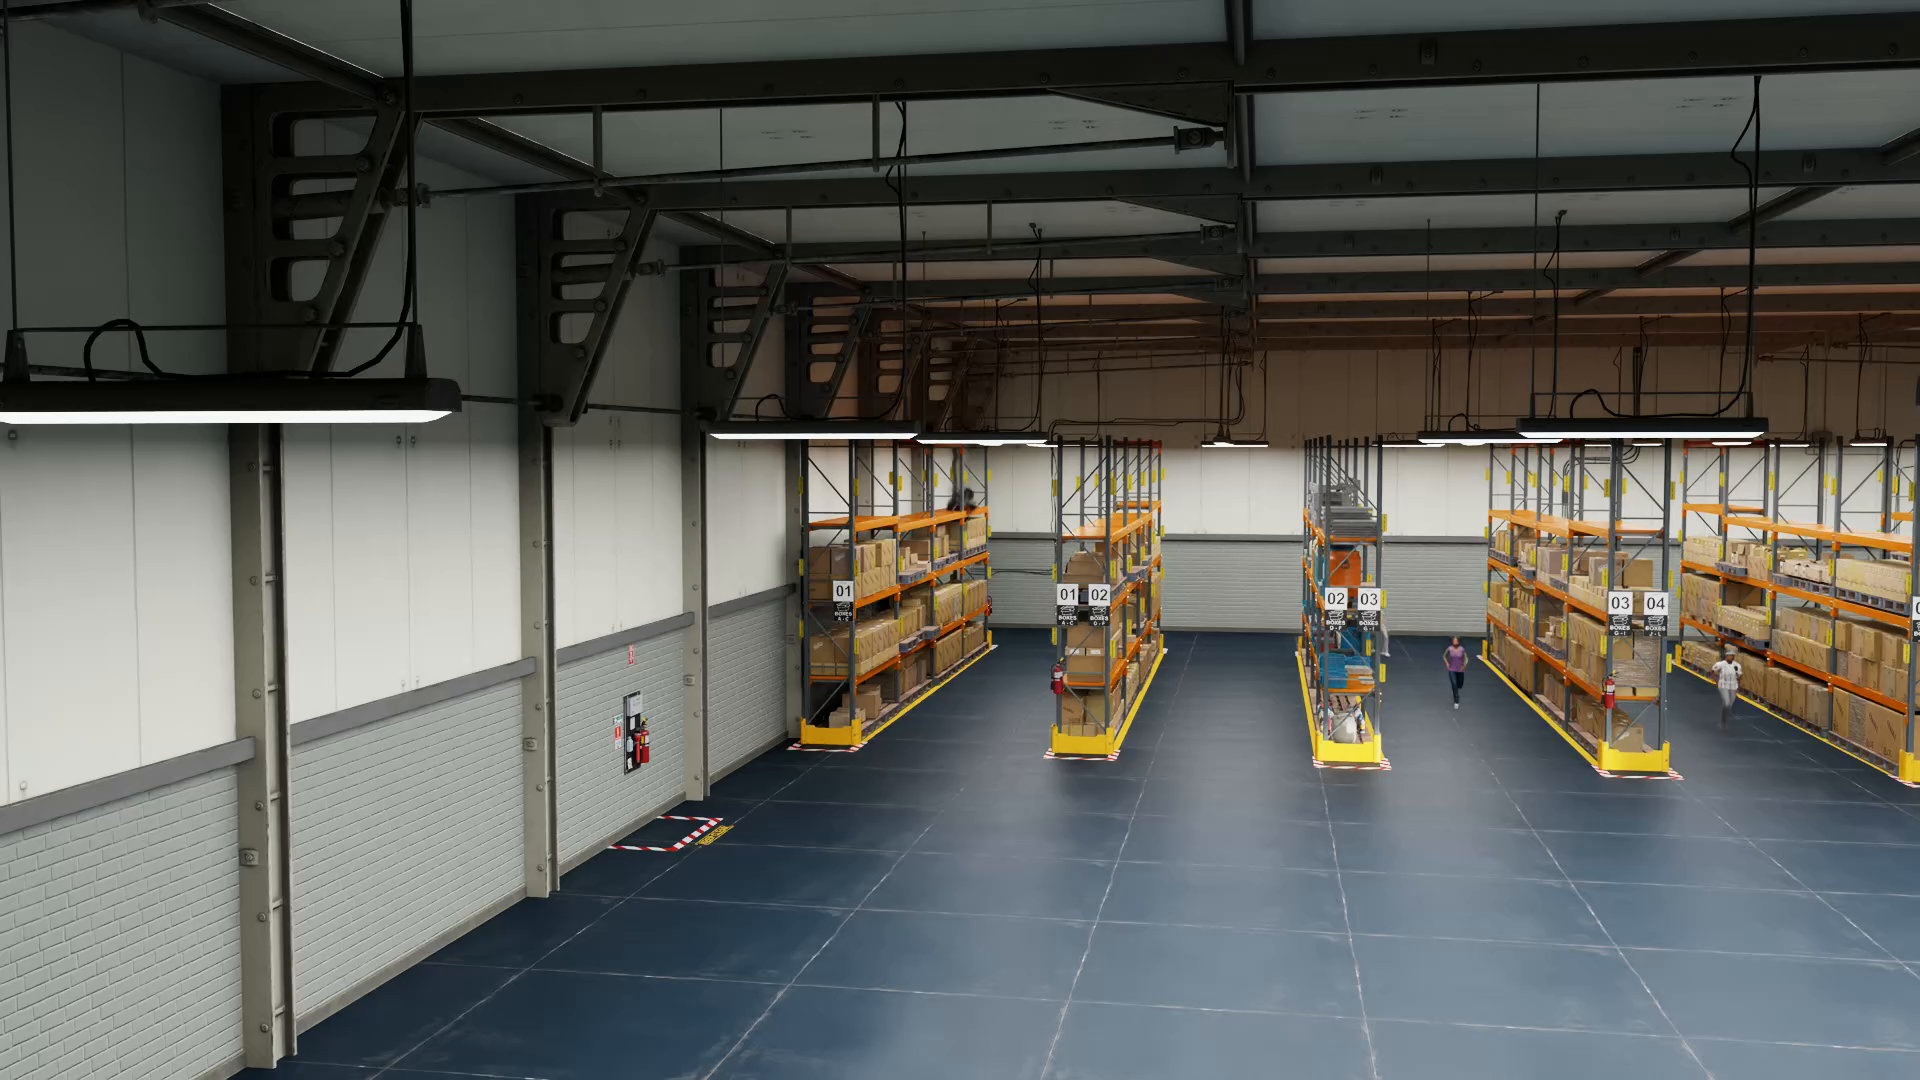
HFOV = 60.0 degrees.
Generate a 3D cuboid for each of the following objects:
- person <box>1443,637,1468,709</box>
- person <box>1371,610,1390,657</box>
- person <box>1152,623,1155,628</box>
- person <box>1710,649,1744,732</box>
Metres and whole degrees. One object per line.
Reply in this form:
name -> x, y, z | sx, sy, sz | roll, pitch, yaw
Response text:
person -> 11.108, 2.948, 37.272 | 0.520, 1.580, 0.925 | 0, 3, 5
person -> 11.598, 2.408, 46.262 | 0.589, 1.646, 0.750 | -2, 4, -35
person -> 5.340, 2.208, 48.380 | 1.017, 1.798, 0.693 | 1, 3, 16
person -> 15.654, 3.057, 33.911 | 0.559, 1.717, 0.758 | 0, 3, 3
